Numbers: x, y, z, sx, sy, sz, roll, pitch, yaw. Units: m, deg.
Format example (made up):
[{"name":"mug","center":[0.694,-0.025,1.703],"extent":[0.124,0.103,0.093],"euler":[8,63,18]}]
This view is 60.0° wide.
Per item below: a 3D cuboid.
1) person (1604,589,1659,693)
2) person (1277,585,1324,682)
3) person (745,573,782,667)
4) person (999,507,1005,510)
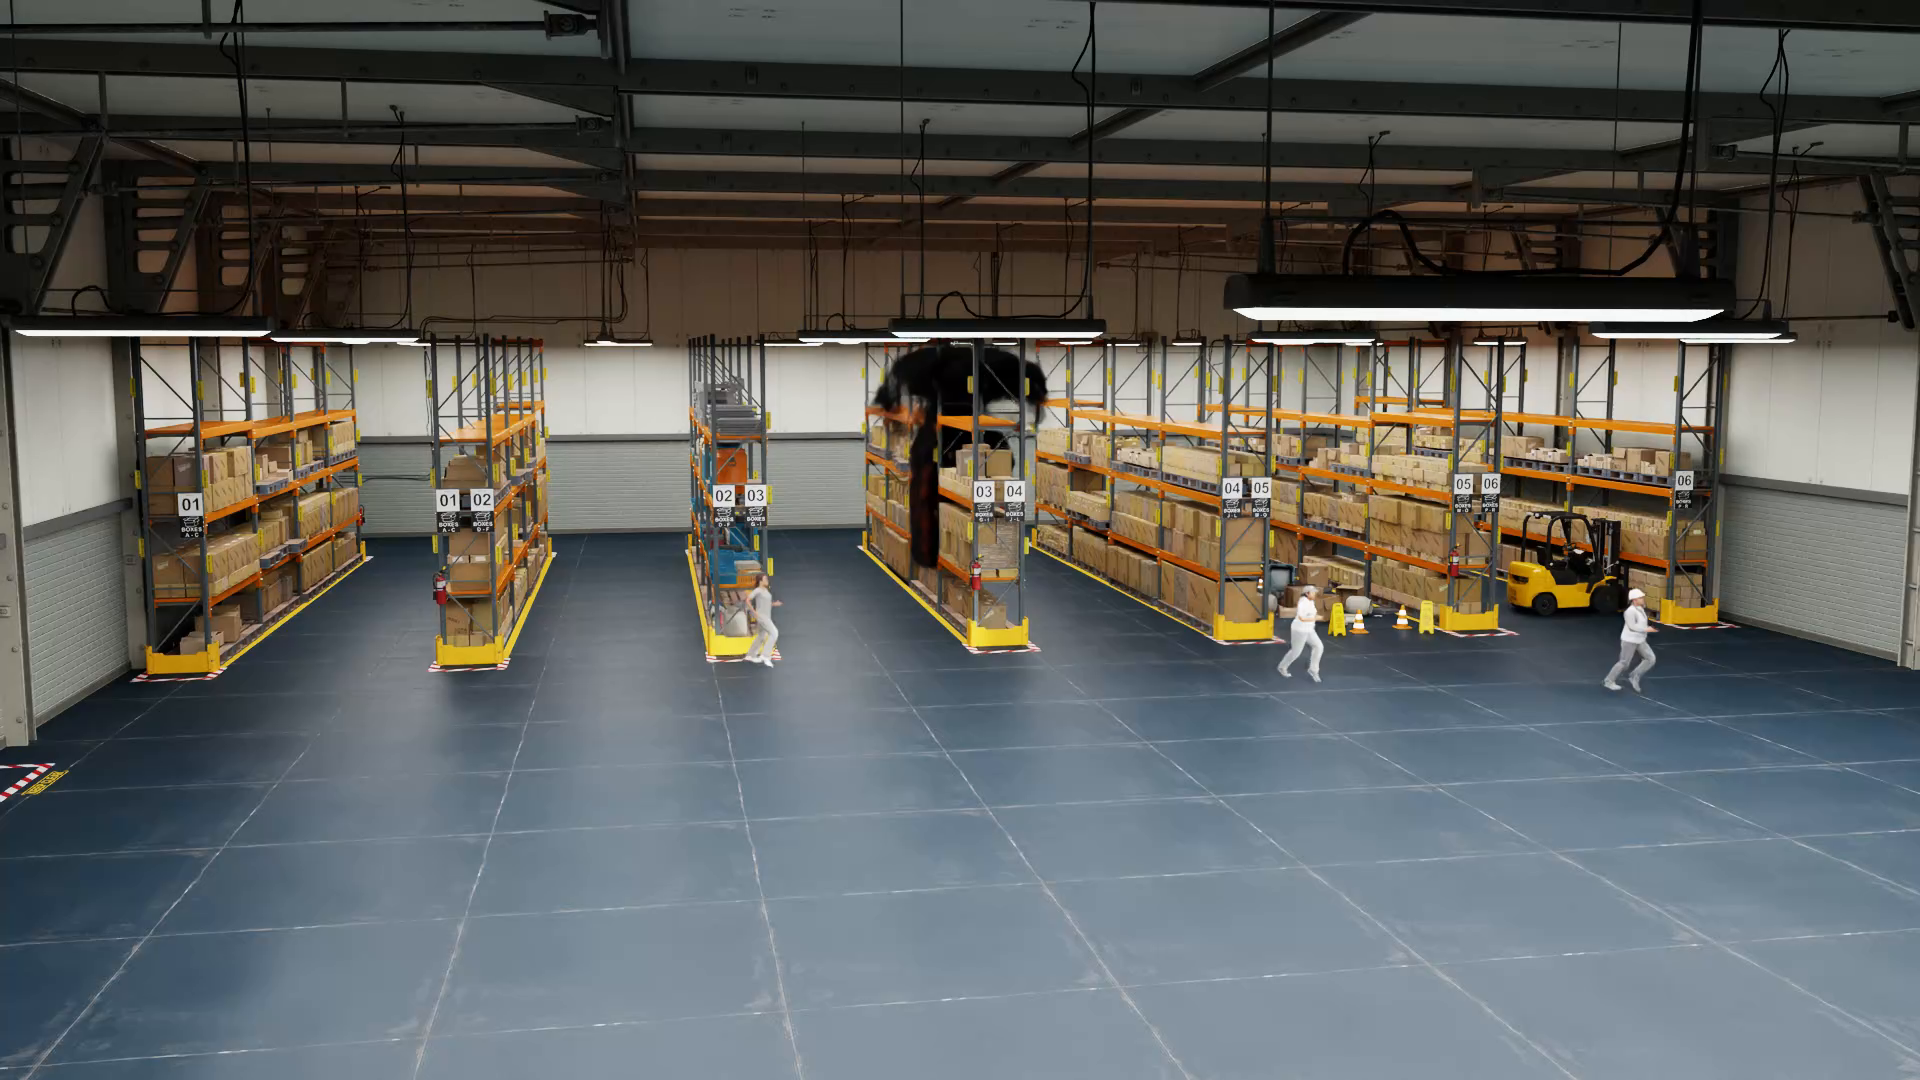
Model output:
[{"name":"person","center":[11.226,1.674,27.684],"extent":[0.664,1.753,0.853],"euler":[-6,9,-44]},{"name":"person","center":[5.905,1.617,28.821],"extent":[0.832,1.707,0.626],"euler":[4,8,31]},{"name":"person","center":[-3.565,1.443,30.105],"extent":[0.717,1.703,0.536],"euler":[1,7,9]},{"name":"person","center":[1.221,-0.619,48.217],"extent":[0.700,1.651,0.543],"euler":[0,7,3]}]
